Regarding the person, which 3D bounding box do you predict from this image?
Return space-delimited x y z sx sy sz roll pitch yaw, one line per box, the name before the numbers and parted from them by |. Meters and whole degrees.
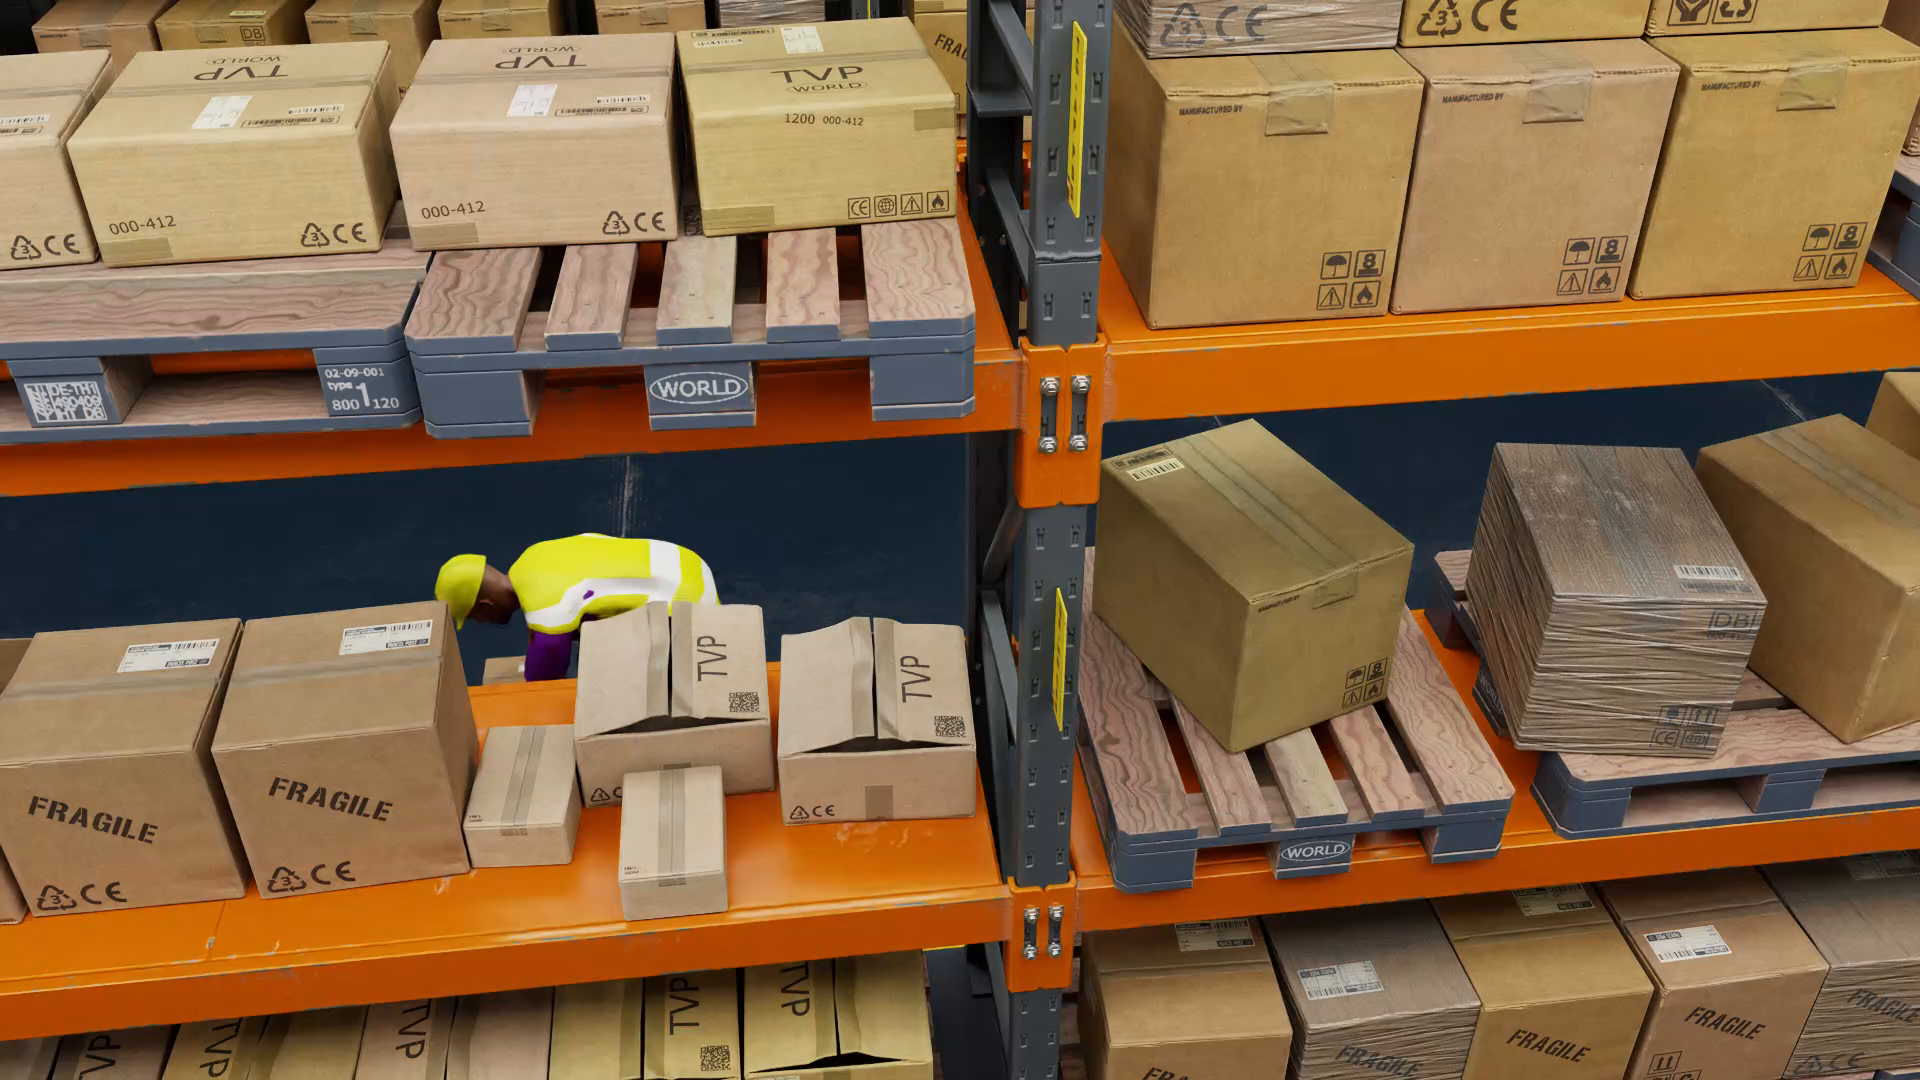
person | -1.343 0.462 6.064 0.965 1.072 0.510 -6 35 -9
